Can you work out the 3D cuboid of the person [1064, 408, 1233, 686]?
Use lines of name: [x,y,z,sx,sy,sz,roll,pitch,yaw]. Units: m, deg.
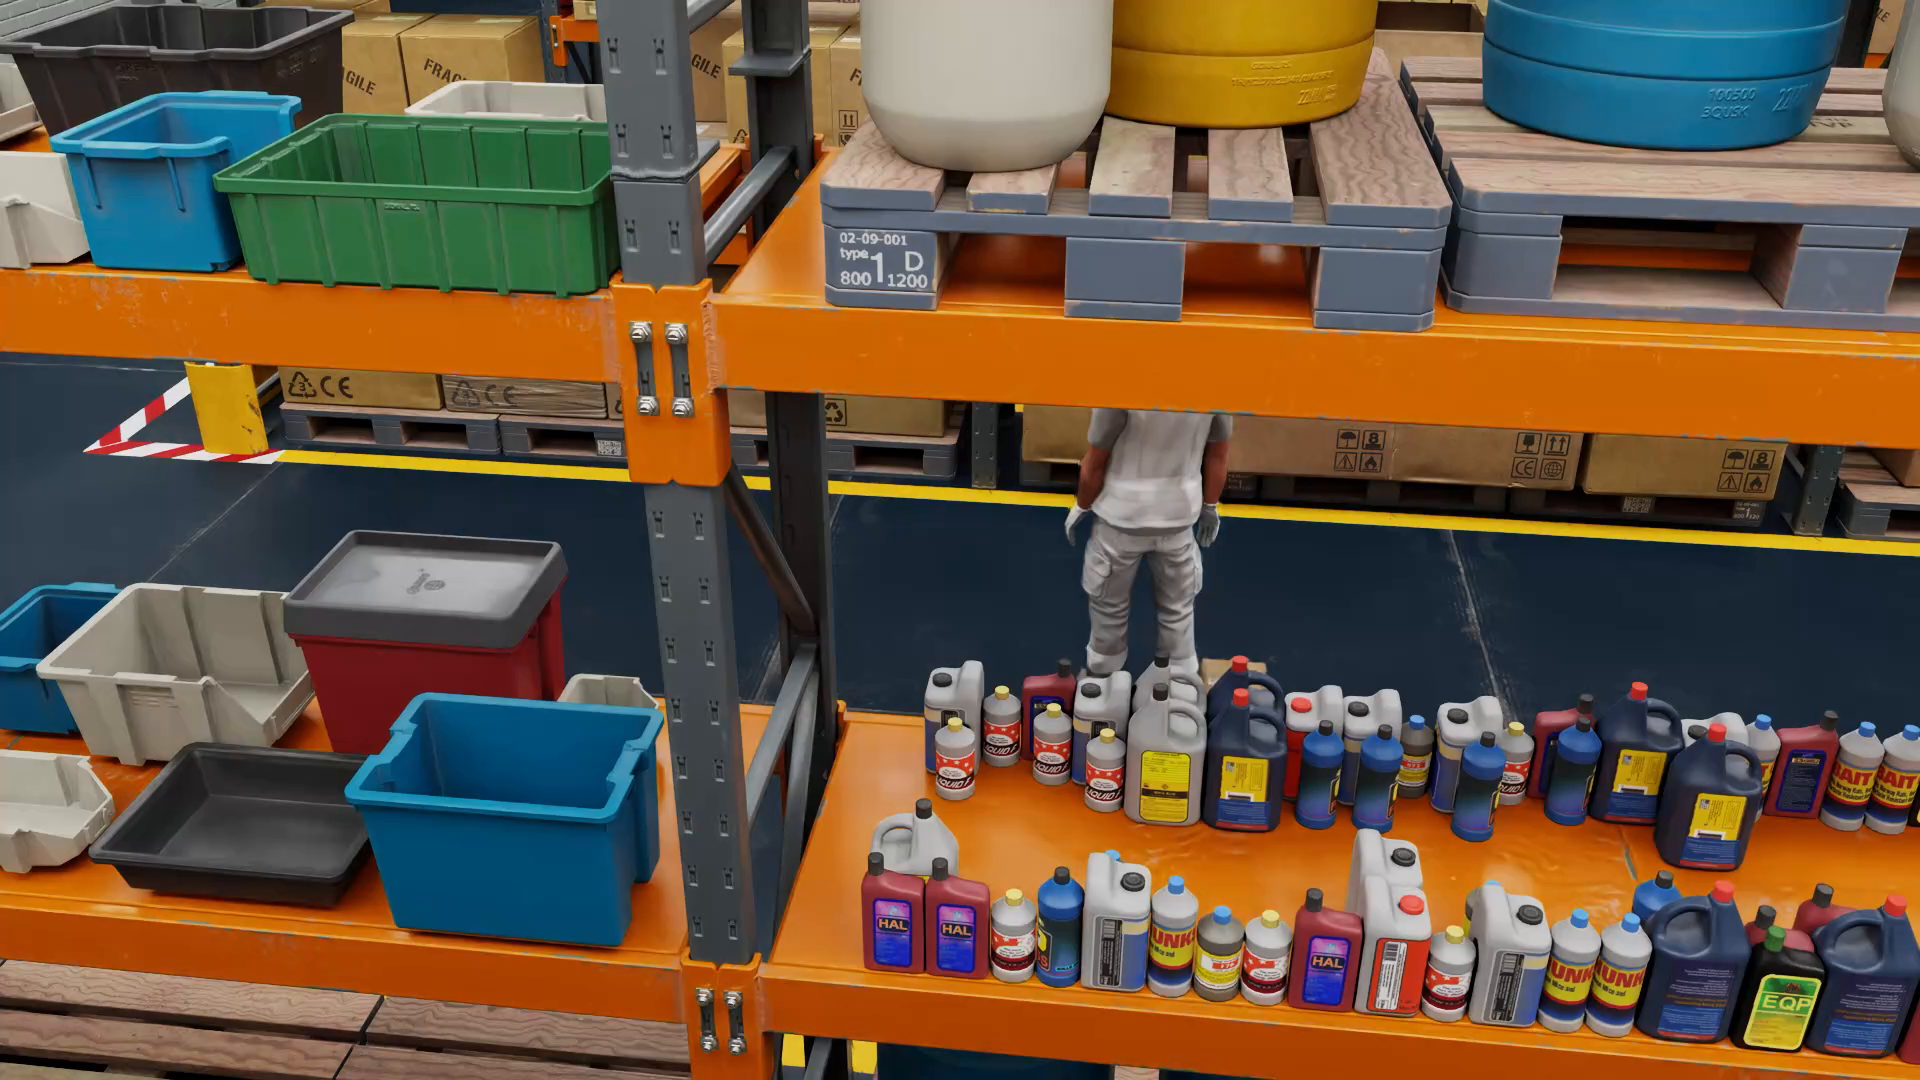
person: [0.683,-0.105,6.227,0.594,1.794,0.467,-7,29,-13]
